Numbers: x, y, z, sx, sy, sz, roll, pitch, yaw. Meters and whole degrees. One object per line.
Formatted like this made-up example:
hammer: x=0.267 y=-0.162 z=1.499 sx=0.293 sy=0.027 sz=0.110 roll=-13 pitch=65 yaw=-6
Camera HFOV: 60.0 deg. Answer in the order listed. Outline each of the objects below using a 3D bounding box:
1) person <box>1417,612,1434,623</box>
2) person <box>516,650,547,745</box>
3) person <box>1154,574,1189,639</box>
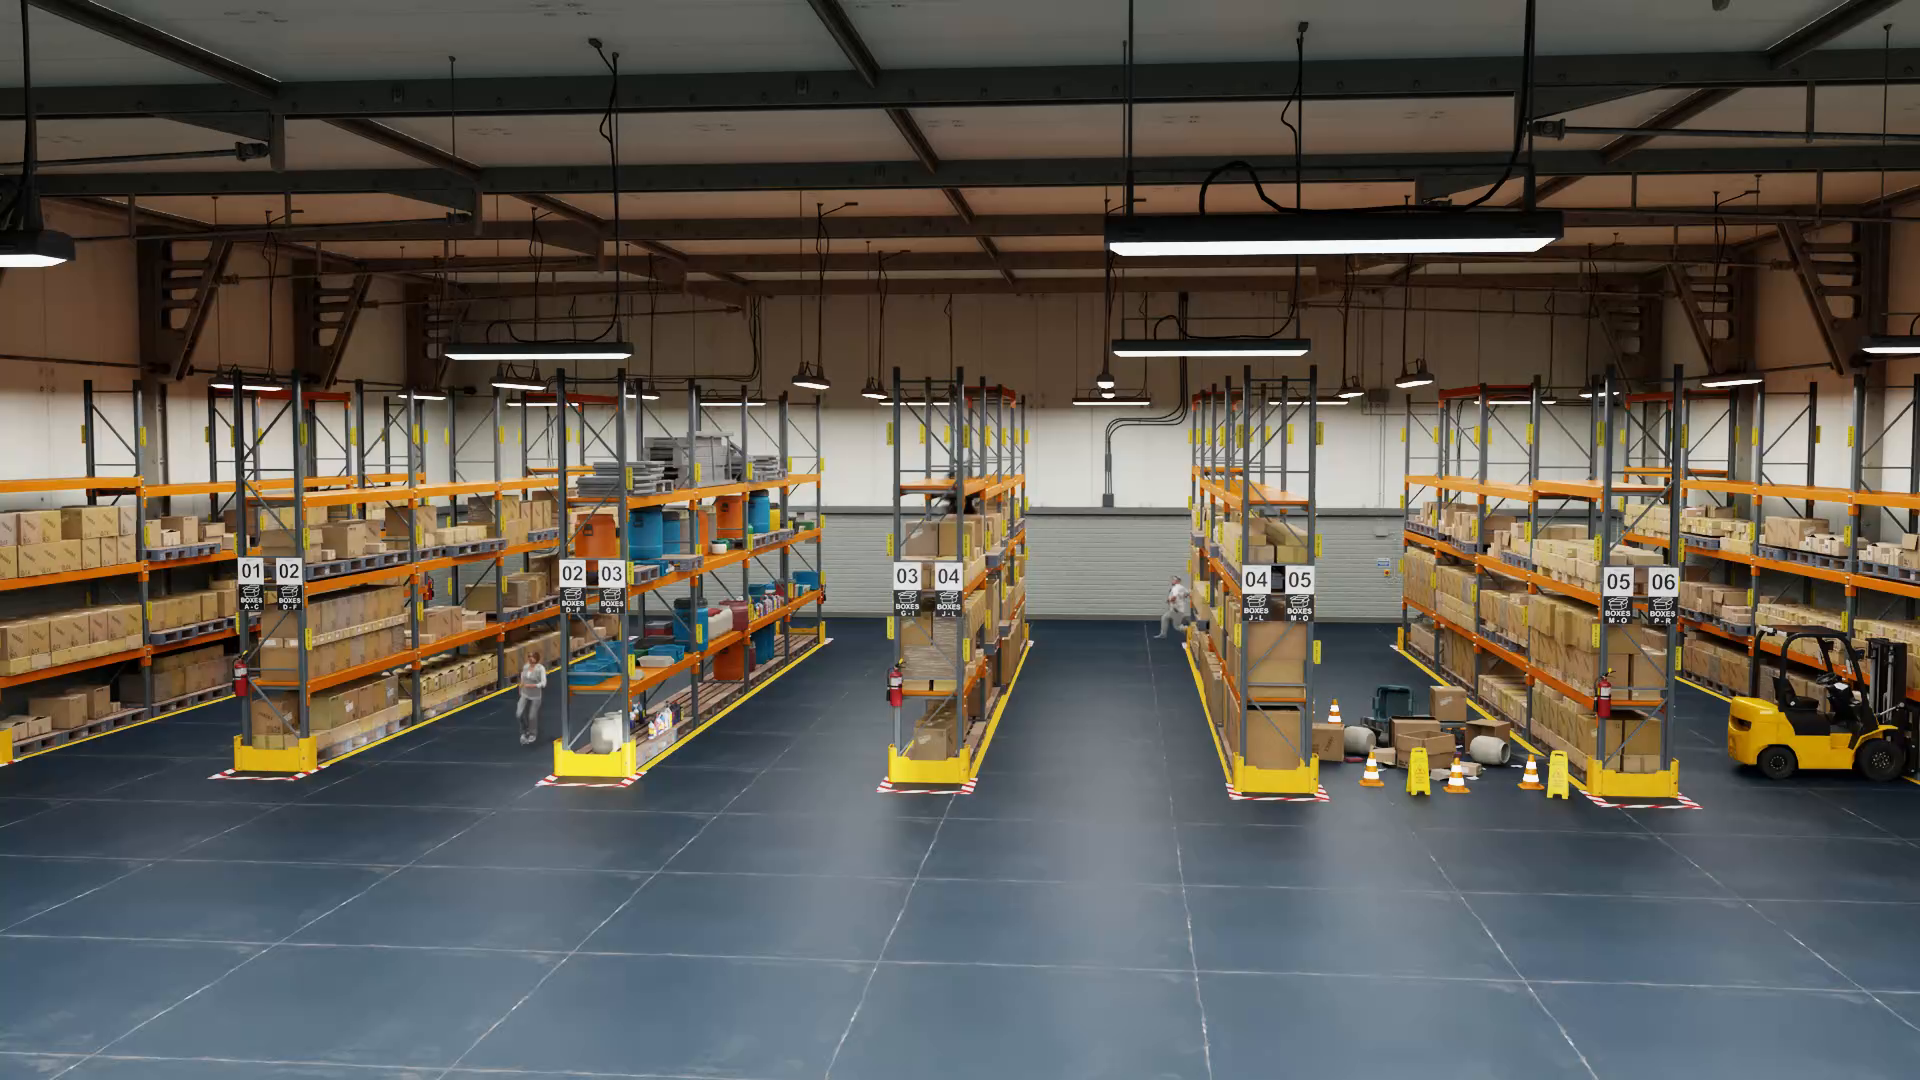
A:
person: x=11.303 y=1.659 z=40.240 sx=0.752 sy=1.688 sz=0.600 roll=3 pitch=4 yaw=36
person: x=-6.899 y=2.539 z=26.886 sx=0.508 sy=1.555 sz=0.624 roll=0 pitch=4 yaw=8
person: x=5.269 y=1.645 z=40.759 sx=1.030 sy=1.631 sz=0.731 roll=1 pitch=4 yaw=8
